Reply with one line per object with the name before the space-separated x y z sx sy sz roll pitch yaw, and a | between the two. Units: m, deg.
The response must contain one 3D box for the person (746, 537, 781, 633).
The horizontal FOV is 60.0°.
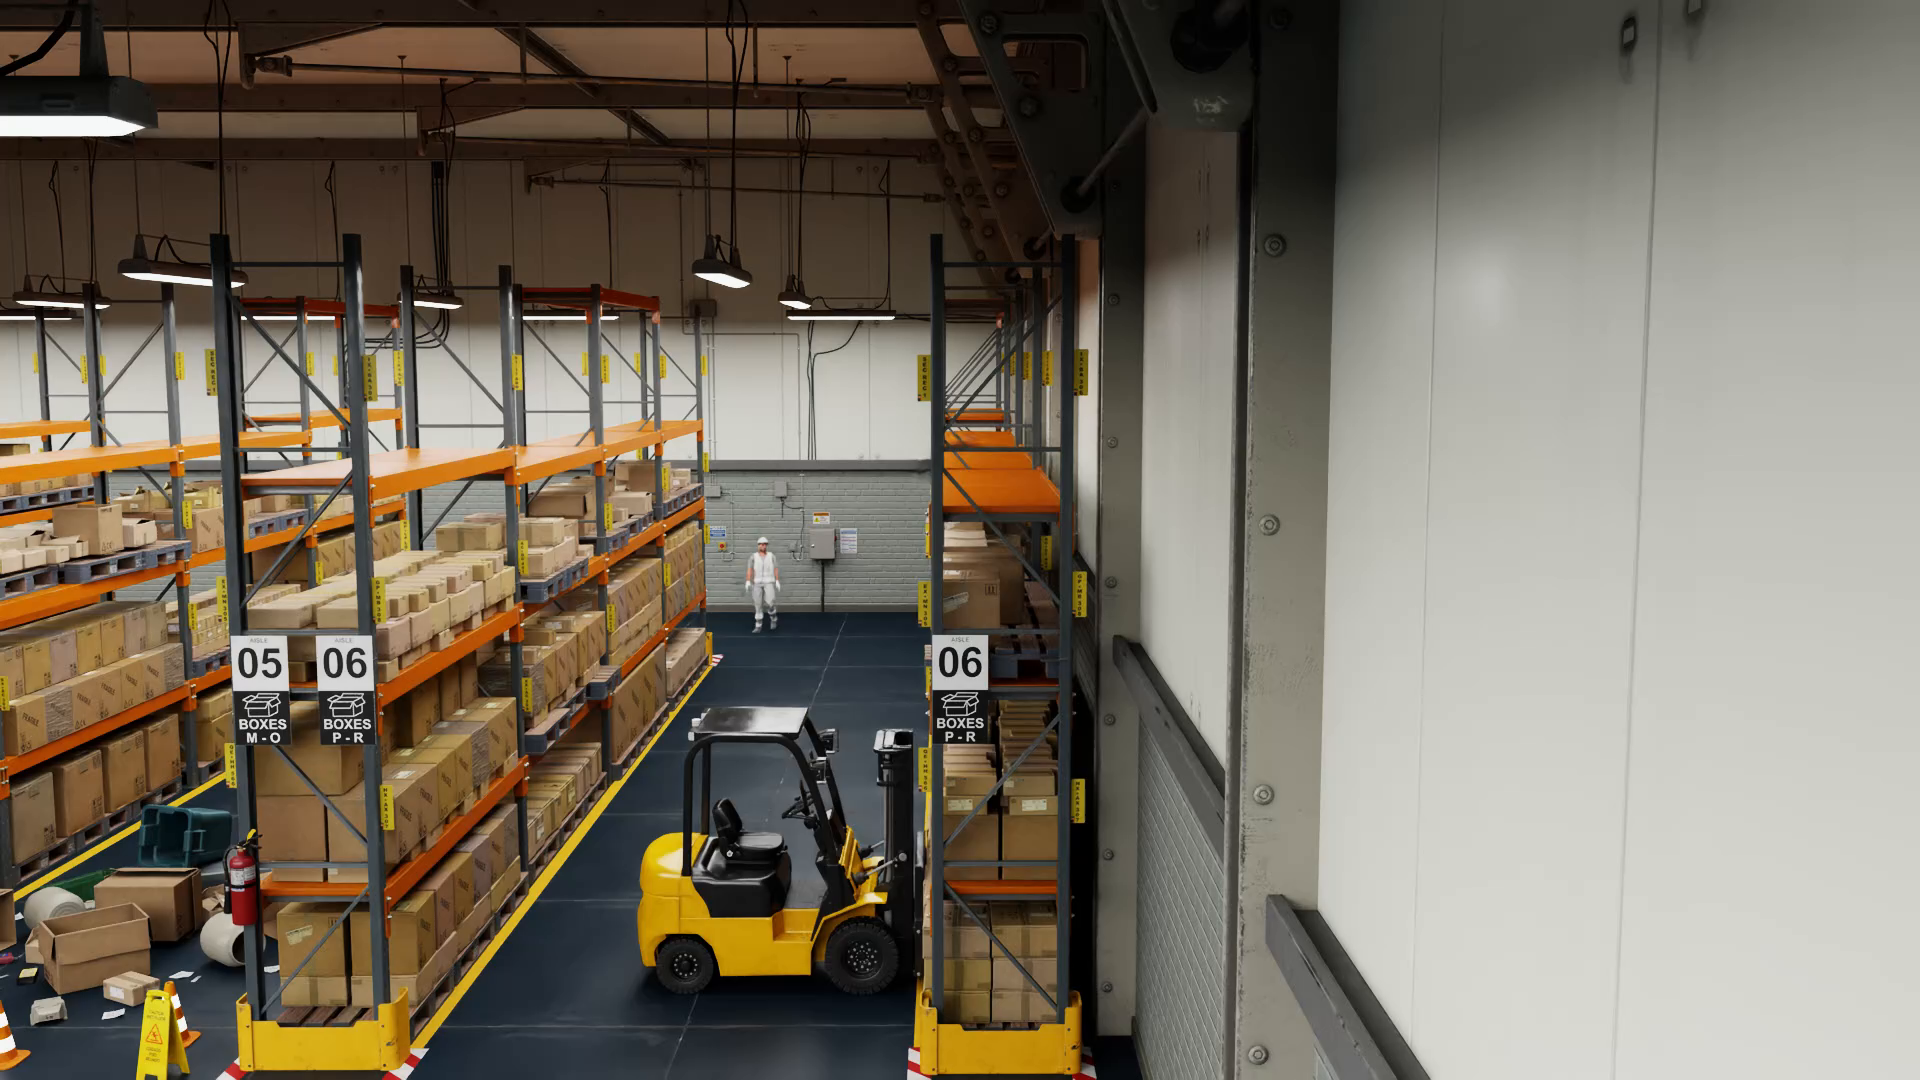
person | -3.683 0.843 31.224 0.628 1.784 0.549 1 6 13
